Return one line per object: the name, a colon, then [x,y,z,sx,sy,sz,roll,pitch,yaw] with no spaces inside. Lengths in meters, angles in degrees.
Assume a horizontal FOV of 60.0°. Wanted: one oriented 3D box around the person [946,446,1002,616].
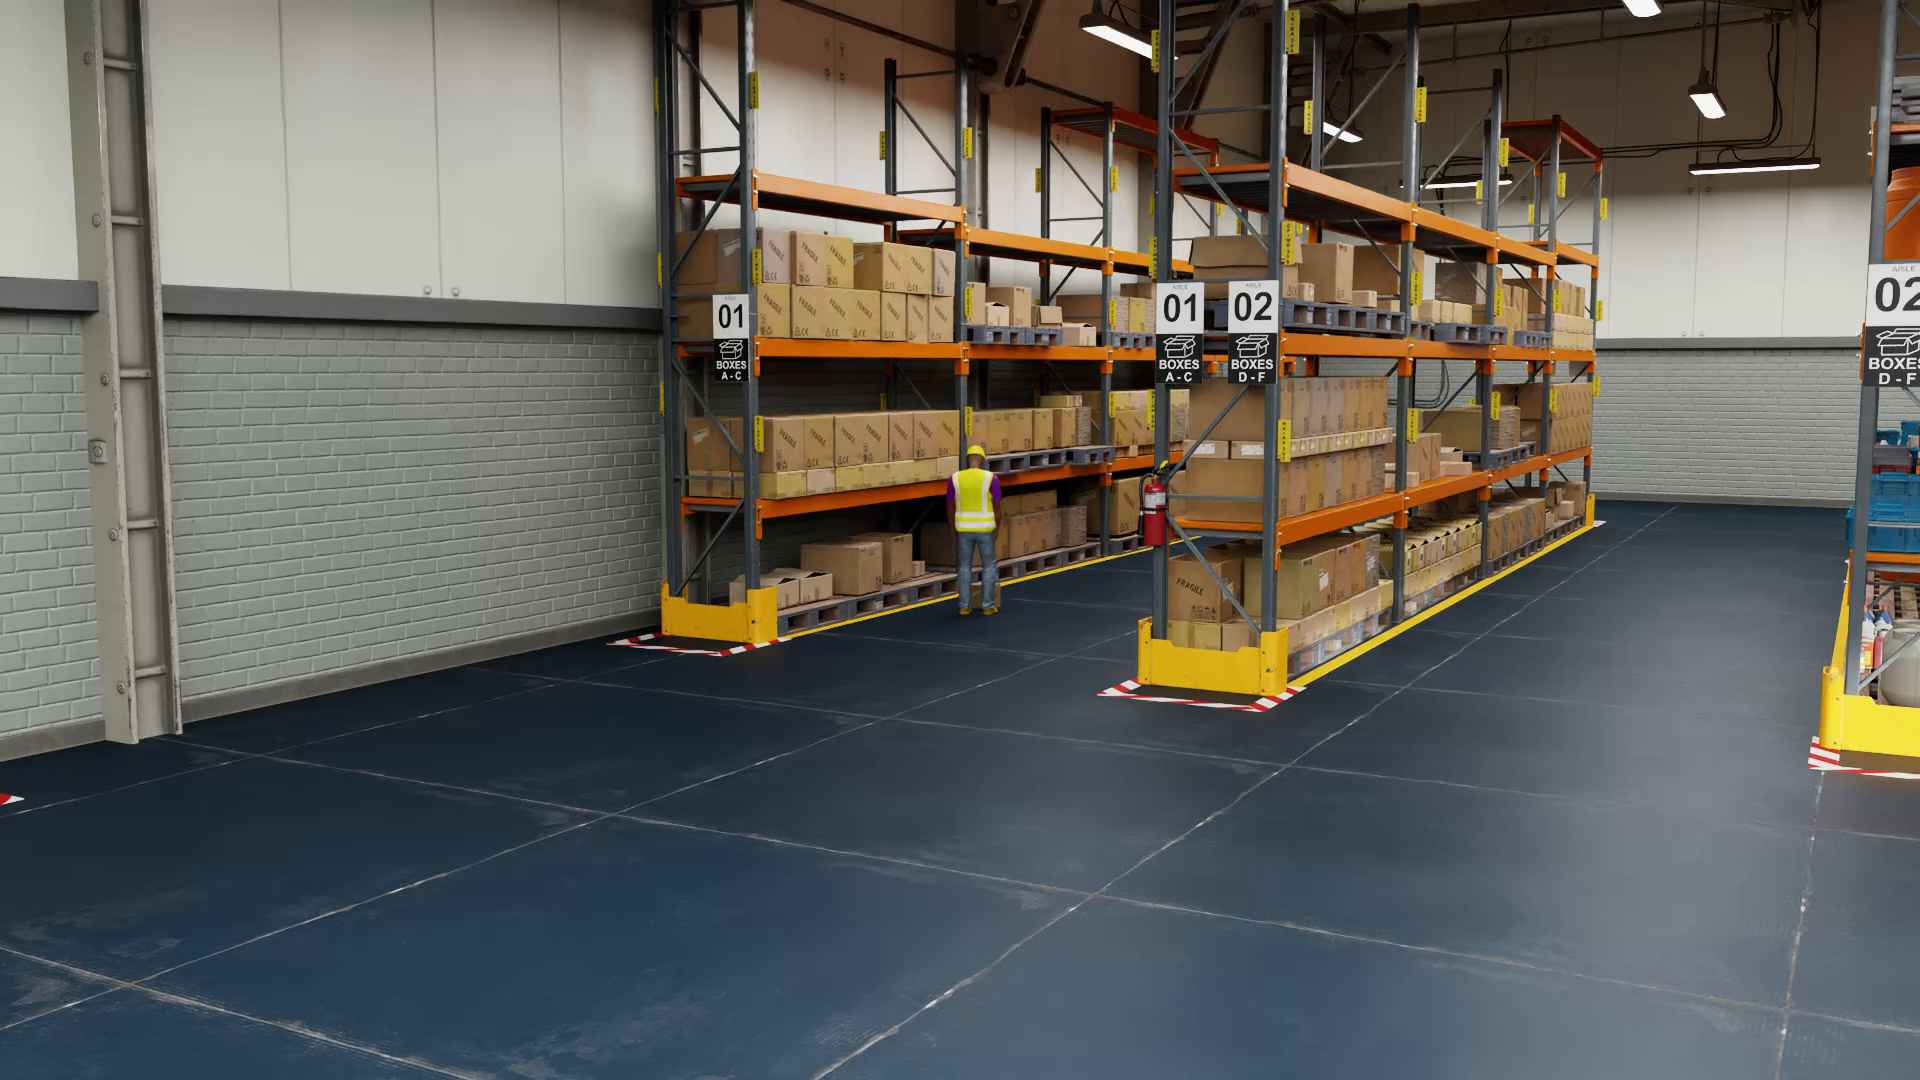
person: [0.150,-0.103,17.161,0.581,1.737,0.409,1,6,13]
